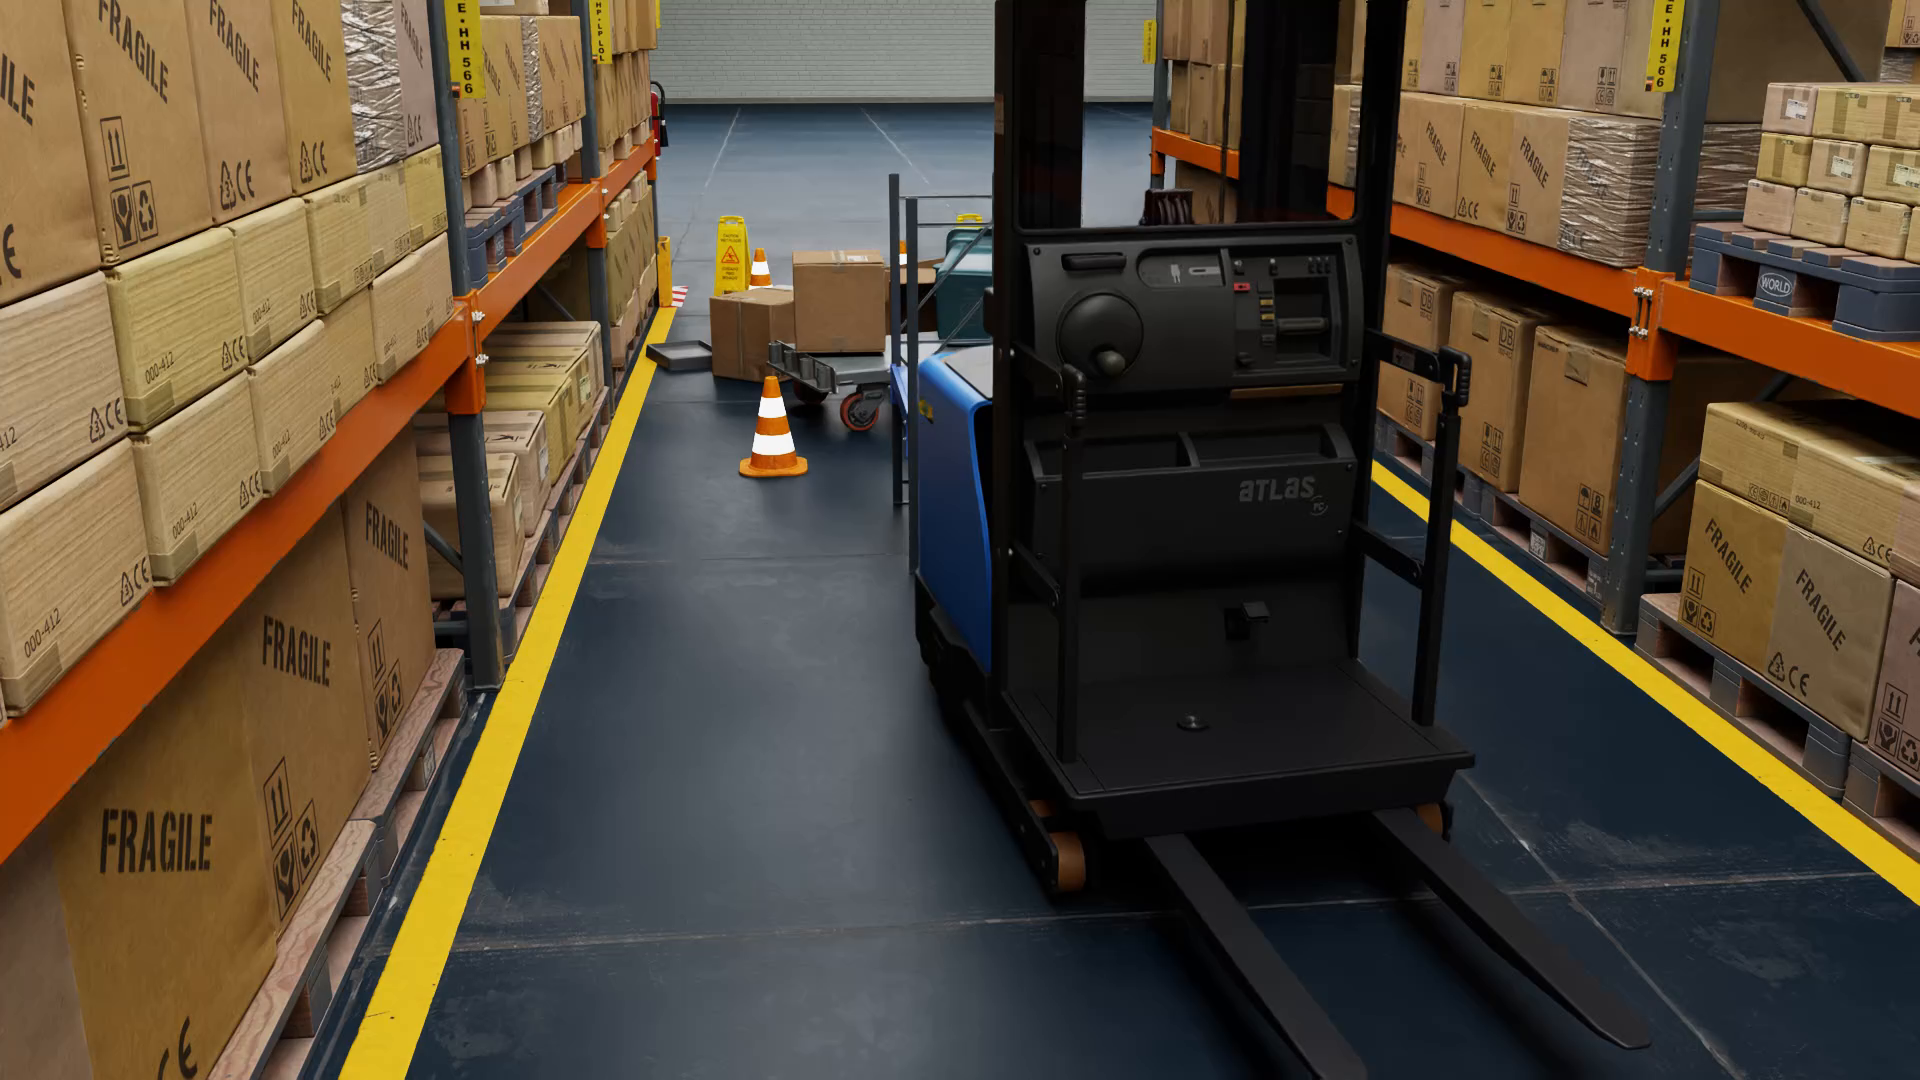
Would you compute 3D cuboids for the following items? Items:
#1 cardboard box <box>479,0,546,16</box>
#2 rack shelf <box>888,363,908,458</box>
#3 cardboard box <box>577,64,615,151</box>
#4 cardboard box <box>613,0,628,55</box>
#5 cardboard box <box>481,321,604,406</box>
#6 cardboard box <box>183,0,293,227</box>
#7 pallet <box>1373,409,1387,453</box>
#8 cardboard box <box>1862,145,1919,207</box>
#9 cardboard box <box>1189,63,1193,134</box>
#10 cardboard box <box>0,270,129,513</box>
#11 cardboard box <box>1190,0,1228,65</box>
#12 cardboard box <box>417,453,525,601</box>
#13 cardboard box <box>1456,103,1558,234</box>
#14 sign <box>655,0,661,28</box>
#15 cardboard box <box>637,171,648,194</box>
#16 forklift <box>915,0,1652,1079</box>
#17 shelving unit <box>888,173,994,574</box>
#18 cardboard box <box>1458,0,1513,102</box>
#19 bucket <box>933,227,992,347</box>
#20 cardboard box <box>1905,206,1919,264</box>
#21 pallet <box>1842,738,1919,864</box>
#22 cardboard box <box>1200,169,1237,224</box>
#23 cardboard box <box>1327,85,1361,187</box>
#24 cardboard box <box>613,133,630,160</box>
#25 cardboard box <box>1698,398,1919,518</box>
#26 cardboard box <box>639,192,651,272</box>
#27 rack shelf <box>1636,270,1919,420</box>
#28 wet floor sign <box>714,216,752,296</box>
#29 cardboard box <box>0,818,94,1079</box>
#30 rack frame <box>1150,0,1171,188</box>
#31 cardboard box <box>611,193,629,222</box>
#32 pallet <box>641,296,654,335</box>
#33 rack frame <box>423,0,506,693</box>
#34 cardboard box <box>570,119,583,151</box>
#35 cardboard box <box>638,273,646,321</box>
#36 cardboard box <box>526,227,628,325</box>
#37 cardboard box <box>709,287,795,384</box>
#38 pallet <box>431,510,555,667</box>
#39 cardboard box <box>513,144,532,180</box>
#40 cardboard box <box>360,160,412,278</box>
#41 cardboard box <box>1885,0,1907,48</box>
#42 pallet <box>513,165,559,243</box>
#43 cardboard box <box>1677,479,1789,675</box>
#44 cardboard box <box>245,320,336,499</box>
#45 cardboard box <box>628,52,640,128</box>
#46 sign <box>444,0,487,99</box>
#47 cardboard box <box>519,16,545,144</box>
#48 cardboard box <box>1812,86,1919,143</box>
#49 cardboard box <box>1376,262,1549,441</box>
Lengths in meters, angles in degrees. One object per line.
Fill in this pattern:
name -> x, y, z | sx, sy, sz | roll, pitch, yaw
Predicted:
cardboard box -> -2.046, -2.401, 7.369 | 0.380, 0.149, 0.250 | -3, 18, -8
rack shelf -> -0.009, -0.569, 7.087 | 0.538, 0.185, 1.000 | -2, 18, -6
cardboard box -> -2.222, -2.447, 9.301 | 0.500, 0.500, 0.500 | -2, 18, -6
cardboard box -> -2.314, -3.075, 9.632 | 0.700, 0.500, 0.500 | -2, 18, -5
cardboard box -> -2.397, -0.908, 8.749 | 0.950, 0.372, 0.625 | -2, 17, -5
cardboard box -> -1.577, -0.853, 3.051 | 0.500, 0.500, 0.500 | -2, 18, -7
pallet -> 2.614, -0.743, 9.191 | 1.003, 0.211, 1.213 | -2, 18, -6
cardboard box -> 2.783, -1.021, 4.644 | 0.380, 0.149, 0.250 | -2, 18, -7
cardboard box -> 2.209, -3.292, 12.405 | 0.875, 0.550, 0.550 | -2, 18, -6
cardboard box -> -1.475, -0.196, 2.209 | 0.500, 0.250, 0.500 | -2, 17, -5
cardboard box -> 2.118, -3.636, 11.697 | 0.875, 0.550, 0.550 | -2, 18, -6
cardboard box -> -2.089, -0.042, 5.987 | 0.950, 0.372, 0.625 | -3, 18, -9
cardboard box -> 2.457, -1.580, 7.037 | 0.500, 0.500, 0.500 | -2, 18, -7
sign -> -2.312, -4.024, 12.526 | 0.100, 0.325, 0.005 | -2, 18, -6
cardboard box -> -2.420, -2.528, 11.775 | 0.380, 0.149, 0.250 | -1, 17, -4
forklift -> 0.686, -0.611, 4.230 | 1.130, 2.935, 3.031 | -4, 18, -13
shelving unit -> -0.009, -0.741, 7.033 | 0.538, 1.500, 1.048 | -2, 18, -6
cardboard box -> 2.674, -2.224, 7.416 | 0.700, 0.500, 0.500 | -2, 18, -6
bucket -> 0.152, -1.434, 9.663 | 0.726, 0.611, 0.620 | 4, 28, 13
cardboard box -> 2.803, -0.810, 4.466 | 0.380, 0.149, 0.250 | -1, 17, -3
pallet -> 3.074, 0.817, 4.223 | 1.003, 0.211, 1.213 | -2, 18, -6
cardboard box -> 2.275, -2.217, 12.078 | 0.875, 0.875, 0.875 | -2, 18, -7
cardboard box -> 2.246, -2.184, 8.958 | 0.500, 0.500, 0.500 | -2, 17, -5
cardboard box -> -2.290, -2.483, 10.499 | 0.380, 0.149, 0.250 | -2, 18, -5
cardboard box -> 2.702, -0.262, 5.224 | 0.500, 0.250, 0.500 | -3, 18, -8
cardboard box -> -2.467, -2.170, 11.719 | 0.500, 0.500, 0.500 | -1, 17, -4
rack shelf -> 3.078, -0.170, 3.912 | 1.077, 0.370, 4.000 | -2, 18, -6
wet floor sign -> -1.822, -2.276, 13.350 | 0.267, 0.644, 0.232 | 4, 18, 13
cardboard box -> -1.772, 0.897, 2.159 | 0.875, 0.875, 0.875 | -1, 17, -4
rack frame -> 2.047, -3.493, 13.295 | 1.000, 3.000, 0.127 | -2, 18, -6
cardboard box -> -2.254, -2.050, 10.254 | 0.380, 0.149, 0.250 | -1, 17, -4
pallet -> -2.810, -1.714, 12.283 | 1.003, 0.211, 1.213 | -2, 18, -6
rack frame -> -2.041, -0.926, 5.120 | 1.000, 3.000, 0.127 | -2, 18, -6
cardboard box -> -2.126, -2.054, 8.429 | 0.380, 0.149, 0.250 | -2, 17, -5
cardboard box -> -2.410, -1.655, 11.331 | 0.500, 0.250, 0.500 | -2, 18, -8
cardboard box -> -2.246, -1.548, 9.739 | 0.500, 0.500, 0.500 | -1, 17, -3
cardboard box -> -1.211, -1.288, 10.440 | 0.500, 0.500, 0.500 | 11, 21, 32
pallet -> -2.120, 0.171, 6.279 | 1.003, 0.211, 1.213 | -2, 18, -6
cardboard box -> -2.008, -1.592, 6.960 | 0.380, 0.149, 0.250 | -1, 17, -4
cardboard box -> -1.682, -0.804, 4.146 | 0.500, 0.250, 0.500 | -2, 18, -7
cardboard box -> 6.874, -3.812, 11.979 | 0.500, 0.500, 0.500 | -2, 18, -6
pallet -> -2.286, -1.423, 7.023 | 1.003, 0.211, 1.213 | -2, 18, -6
cardboard box -> 2.691, 0.102, 5.318 | 0.500, 0.500, 0.500 | -3, 18, -8
cardboard box -> -1.546, -0.259, 3.244 | 0.500, 0.250, 0.500 | -2, 18, -7
cardboard box -> -2.441, -3.048, 11.213 | 0.500, 0.500, 0.500 | -2, 18, -6
sign -> -1.489, -1.497, 5.004 | 0.100, 0.325, 0.005 | -2, 18, -6
cardboard box -> -2.023, -1.920, 6.919 | 0.500, 0.500, 0.500 | -2, 18, -8
cardboard box -> 2.757, -1.250, 4.876 | 0.380, 0.149, 0.250 | -2, 18, -7
cardboard box -> 2.709, -0.958, 8.277 | 1.050, 0.750, 0.750 | -2, 18, -6
